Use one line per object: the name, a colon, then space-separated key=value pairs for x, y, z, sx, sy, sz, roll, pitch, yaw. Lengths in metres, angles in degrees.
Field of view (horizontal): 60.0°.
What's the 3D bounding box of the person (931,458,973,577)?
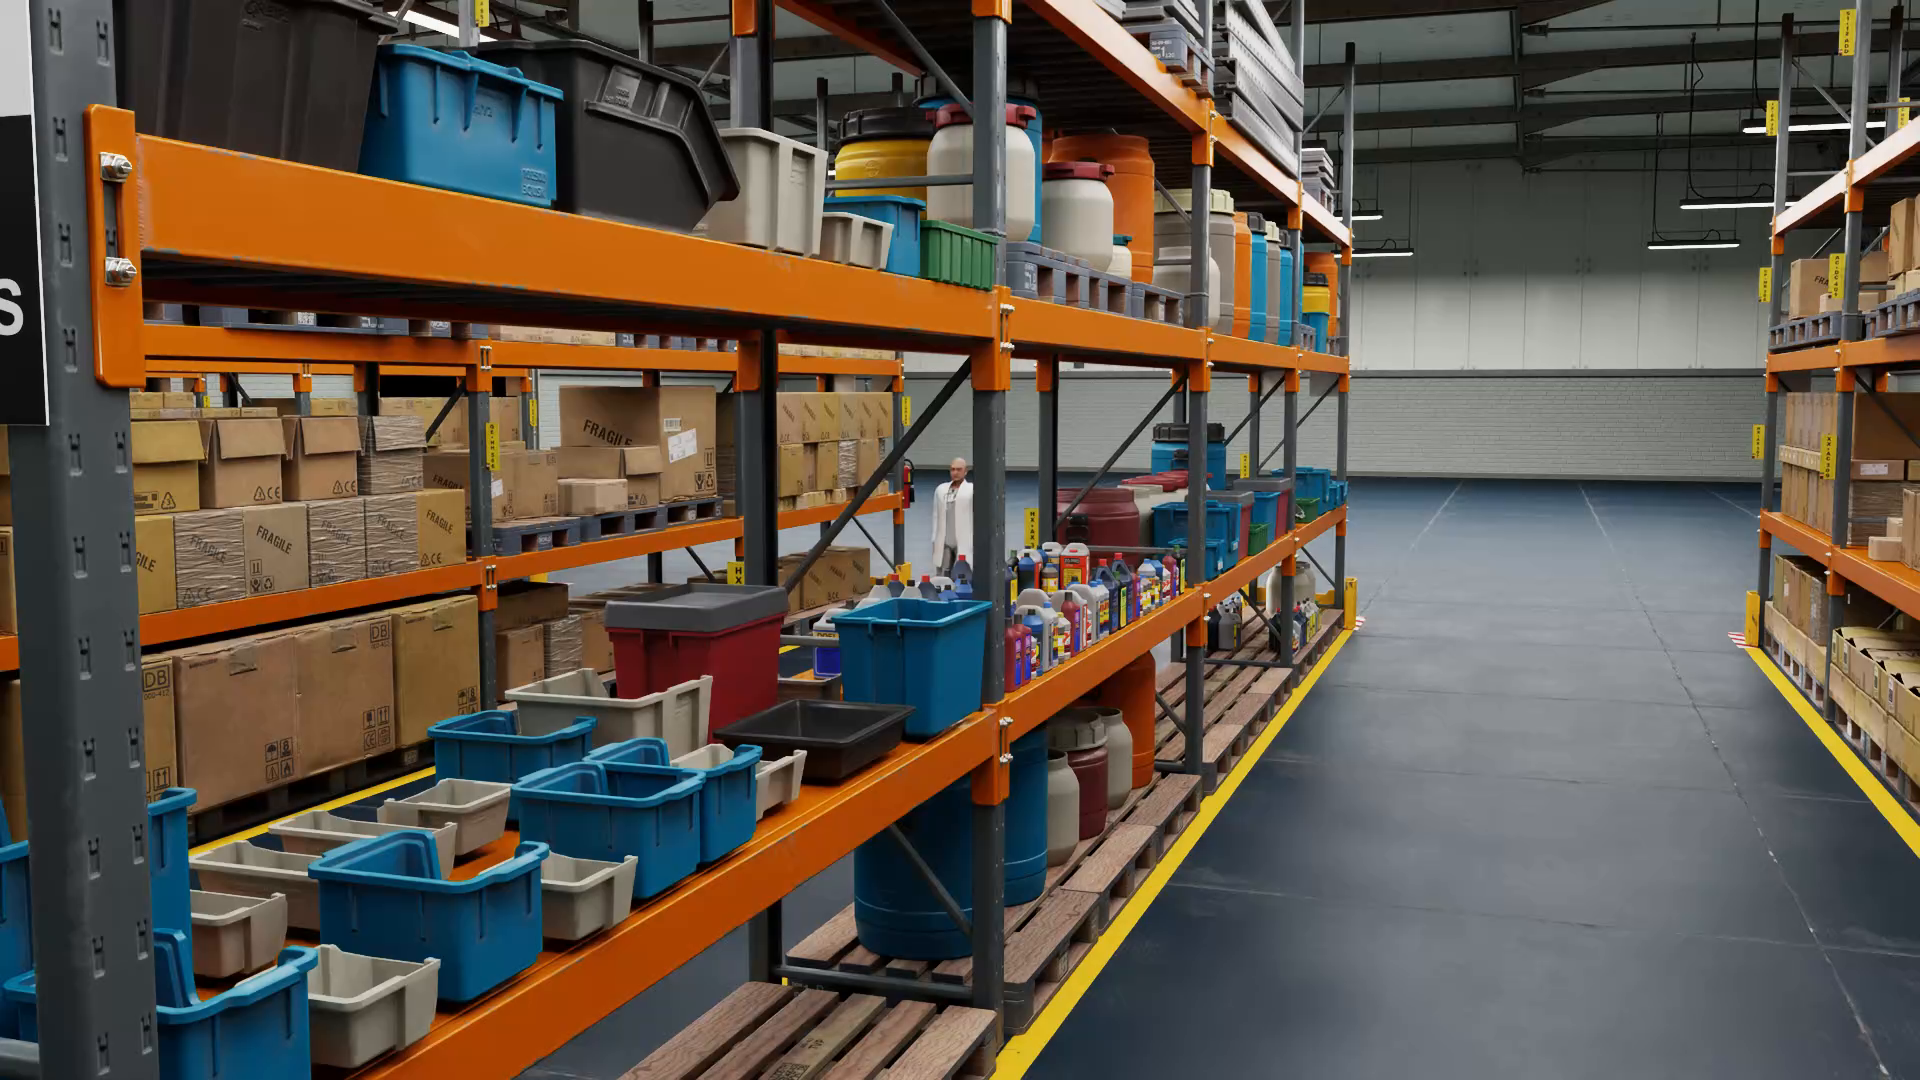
person: x=-0.033 y=0.064 z=17.192 sx=0.565 sy=1.819 sz=0.426 roll=2 pitch=5 yaw=20
